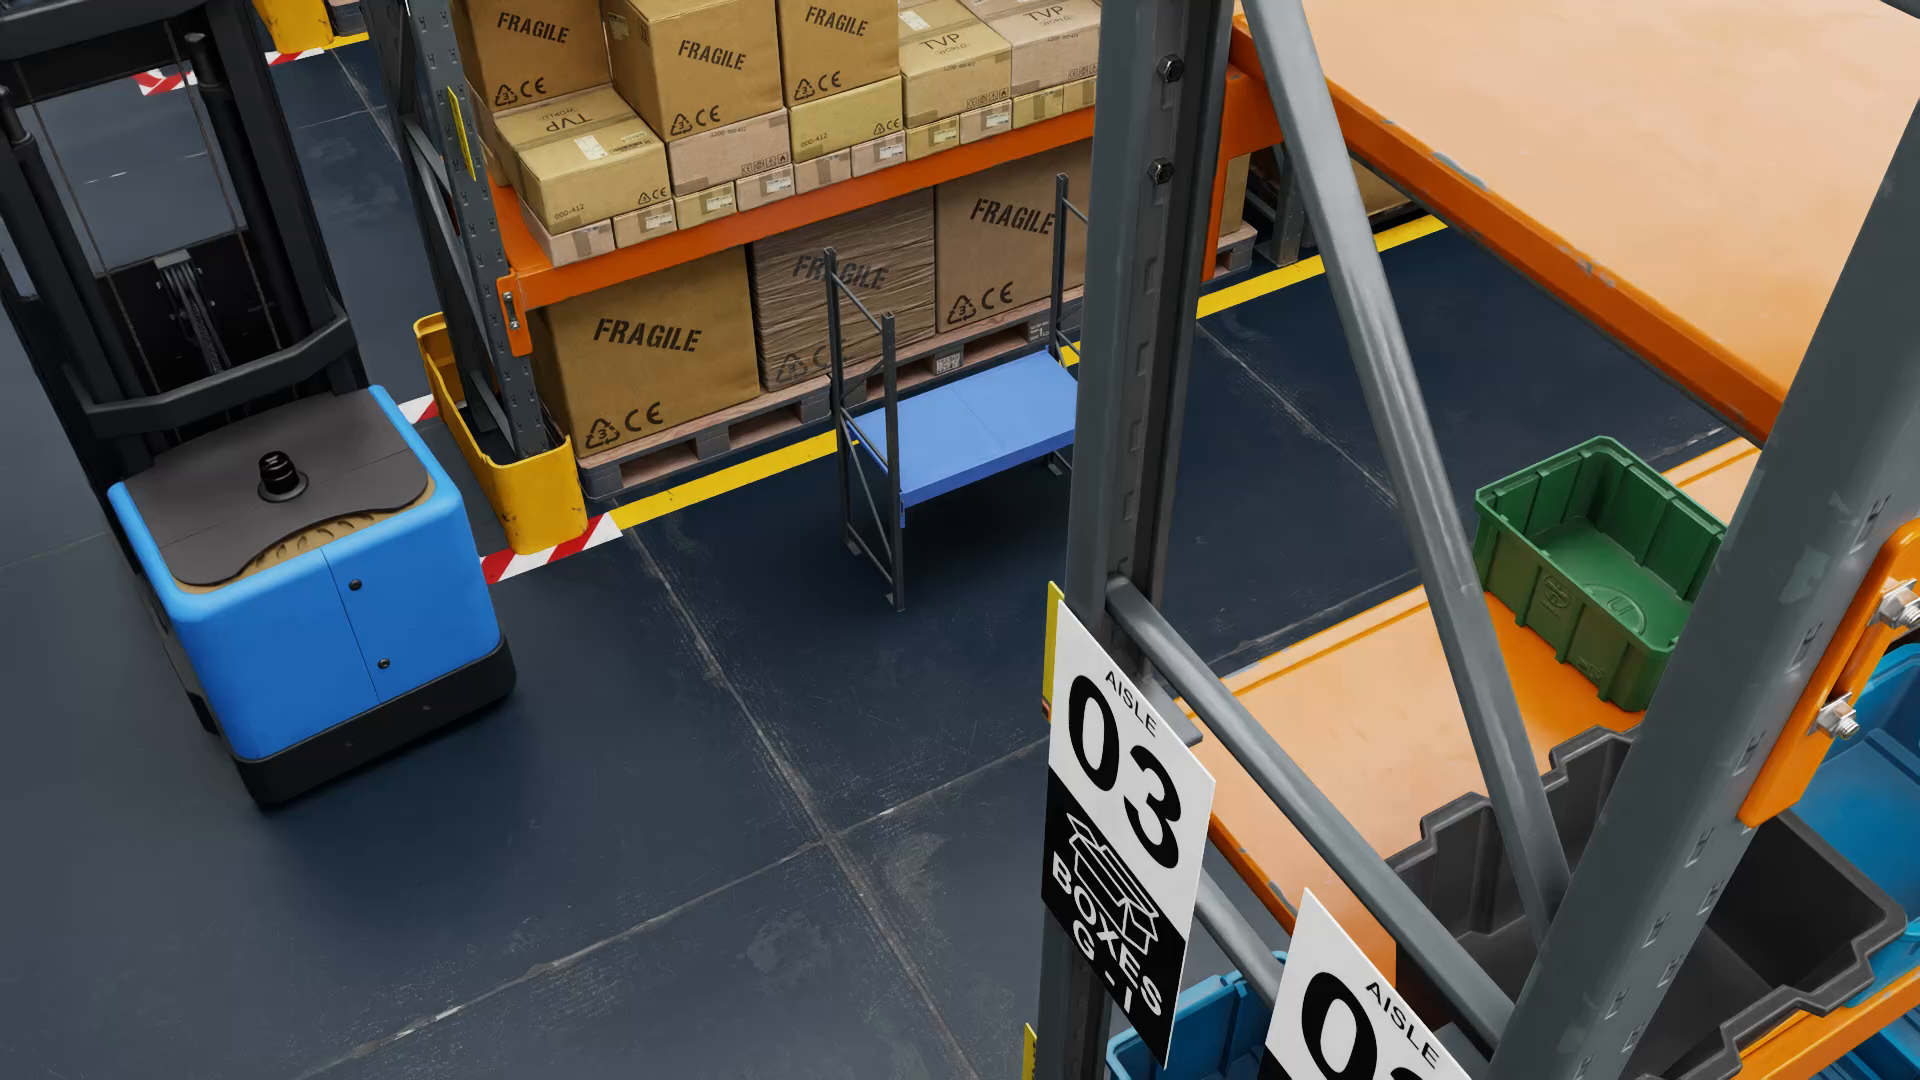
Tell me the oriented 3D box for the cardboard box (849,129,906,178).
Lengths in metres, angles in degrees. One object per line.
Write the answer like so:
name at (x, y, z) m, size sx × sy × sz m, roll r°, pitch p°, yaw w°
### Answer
cardboard box at (-0.426, -1.696, 6.954) m, size 0.250 × 0.149 × 0.380 m, roll -22°, pitch 48°, yaw -21°

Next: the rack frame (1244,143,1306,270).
rack frame at (1.457, -2.802, 7.913) m, size 0.127 × 3.000 × 1.000 m, roll -22°, pitch 48°, yaw -21°

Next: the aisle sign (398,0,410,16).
aisle sign at (-1.924, -2.141, 5.365) m, size 0.004 × 0.787 × 0.394 m, roll -22°, pitch 48°, yaw -21°

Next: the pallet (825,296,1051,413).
pallet at (-0.301, -1.159, 8.222) m, size 1.213 × 0.211 × 1.003 m, roll -22°, pitch 48°, yaw -21°

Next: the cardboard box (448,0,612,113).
cardboard box at (-1.720, -2.064, 6.508) m, size 0.500 × 0.500 × 0.500 m, roll -21°, pitch 48°, yaw -20°

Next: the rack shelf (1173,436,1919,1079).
rack shelf at (2.190, 0.064, 3.322) m, size 4.000 × 0.370 × 1.077 m, roll -22°, pitch 48°, yaw -21°

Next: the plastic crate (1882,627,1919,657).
plastic crate at (1.918, 0.158, 2.754) m, size 0.767 × 0.338 × 0.504 m, roll -22°, pitch 48°, yaw -21°

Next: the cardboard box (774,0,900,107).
cardboard box at (-0.581, -2.097, 6.542) m, size 0.500 × 0.500 × 0.500 m, roll -23°, pitch 49°, yaw -22°

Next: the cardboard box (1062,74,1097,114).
cardboard box at (0.464, -2.051, 7.320) m, size 0.250 × 0.149 × 0.380 m, roll -21°, pitch 48°, yaw -20°

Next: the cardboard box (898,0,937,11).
cardboard box at (-0.393, -2.332, 7.322) m, size 0.500 × 0.250 × 0.500 m, roll -22°, pitch 48°, yaw -21°

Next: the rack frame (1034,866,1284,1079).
rack frame at (0.456, 1.576, 3.401) m, size 0.127 × 3.000 × 1.000 m, roll -22°, pitch 48°, yaw -21°

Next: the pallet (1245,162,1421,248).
pallet at (2.088, -2.115, 9.207) m, size 1.213 × 0.211 × 1.003 m, roll -22°, pitch 48°, yaw -21°

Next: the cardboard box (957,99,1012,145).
cardboard box at (0.020, -1.875, 7.138) m, size 0.250 × 0.149 × 0.380 m, roll -21°, pitch 48°, yaw -20°

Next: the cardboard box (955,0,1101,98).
cardboard box at (0.315, -2.185, 7.172) m, size 0.500 × 0.250 × 0.500 m, roll -21°, pitch 48°, yaw -20°

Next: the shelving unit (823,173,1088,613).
shelving unit at (0.074, -0.568, 6.688) m, size 1.048 × 1.500 × 0.538 m, roll -22°, pitch 48°, yaw -21°

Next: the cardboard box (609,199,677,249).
cardboard box at (-1.318, -1.338, 6.585) m, size 0.250 × 0.149 × 0.380 m, roll -22°, pitch 48°, yaw -22°

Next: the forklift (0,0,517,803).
forklift at (-3.002, -1.077, 6.185) m, size 1.130 × 2.935 × 3.031 m, roll -26°, pitch 50°, yaw -25°

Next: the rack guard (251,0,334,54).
rack guard at (-4.329, -3.574, 10.503) m, size 0.348 × 0.500 × 1.175 m, roll -22°, pitch 48°, yaw -21°

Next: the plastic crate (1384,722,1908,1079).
plastic crate at (0.929, 0.581, 2.366) m, size 0.590 × 0.269 × 0.497 m, roll -22°, pitch 48°, yaw -21°

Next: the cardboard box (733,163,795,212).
cardboard box at (-0.870, -1.519, 6.771) m, size 0.250 × 0.149 × 0.380 m, roll -23°, pitch 48°, yaw -22°

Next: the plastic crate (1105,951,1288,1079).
plastic crate at (0.653, 1.313, 3.604) m, size 0.499 × 0.435 × 0.616 m, roll -22°, pitch 48°, yaw -21°

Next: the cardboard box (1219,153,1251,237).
cardboard box at (0.845, -2.010, 8.321) m, size 0.875 × 0.875 × 0.875 m, roll -22°, pitch 48°, yaw -21°

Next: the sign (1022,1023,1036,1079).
sign at (0.168, 1.191, 3.681) m, size 0.005 × 0.325 × 0.100 m, roll -22°, pitch 48°, yaw -21°

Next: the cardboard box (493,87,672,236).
cardboard box at (-1.461, -1.471, 6.436) m, size 0.500 × 0.250 × 0.500 m, roll -23°, pitch 49°, yaw -22°

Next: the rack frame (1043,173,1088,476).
rack frame at (0.515, -0.744, 6.869) m, size 0.032 × 1.500 × 0.500 m, roll -22°, pitch 48°, yaw -21°

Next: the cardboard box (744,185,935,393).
cardboard box at (-0.707, -1.389, 7.681) m, size 0.875 × 0.875 × 0.875 m, roll -22°, pitch 48°, yaw -21°

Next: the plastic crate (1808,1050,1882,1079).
plastic crate at (1.976, 1.271, 3.793) m, size 0.300 × 0.233 × 0.416 m, roll -22°, pitch 48°, yaw -21°

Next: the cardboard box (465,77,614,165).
cardboard box at (-1.723, -1.796, 6.770) m, size 0.500 × 0.250 × 0.500 m, roll -23°, pitch 48°, yaw -22°

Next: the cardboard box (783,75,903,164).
cardboard box at (-0.576, -1.828, 6.803) m, size 0.500 × 0.250 × 0.500 m, roll -23°, pitch 49°, yaw -22°

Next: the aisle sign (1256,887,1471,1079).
aisle sign at (0.542, 0.848, 2.285) m, size 0.004 × 0.787 × 0.394 m, roll -22°, pitch 48°, yaw -21°

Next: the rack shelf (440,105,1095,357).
rack shelf at (-0.277, -1.850, 7.449) m, size 4.000 × 0.370 × 1.077 m, roll -22°, pitch 48°, yaw -21°
